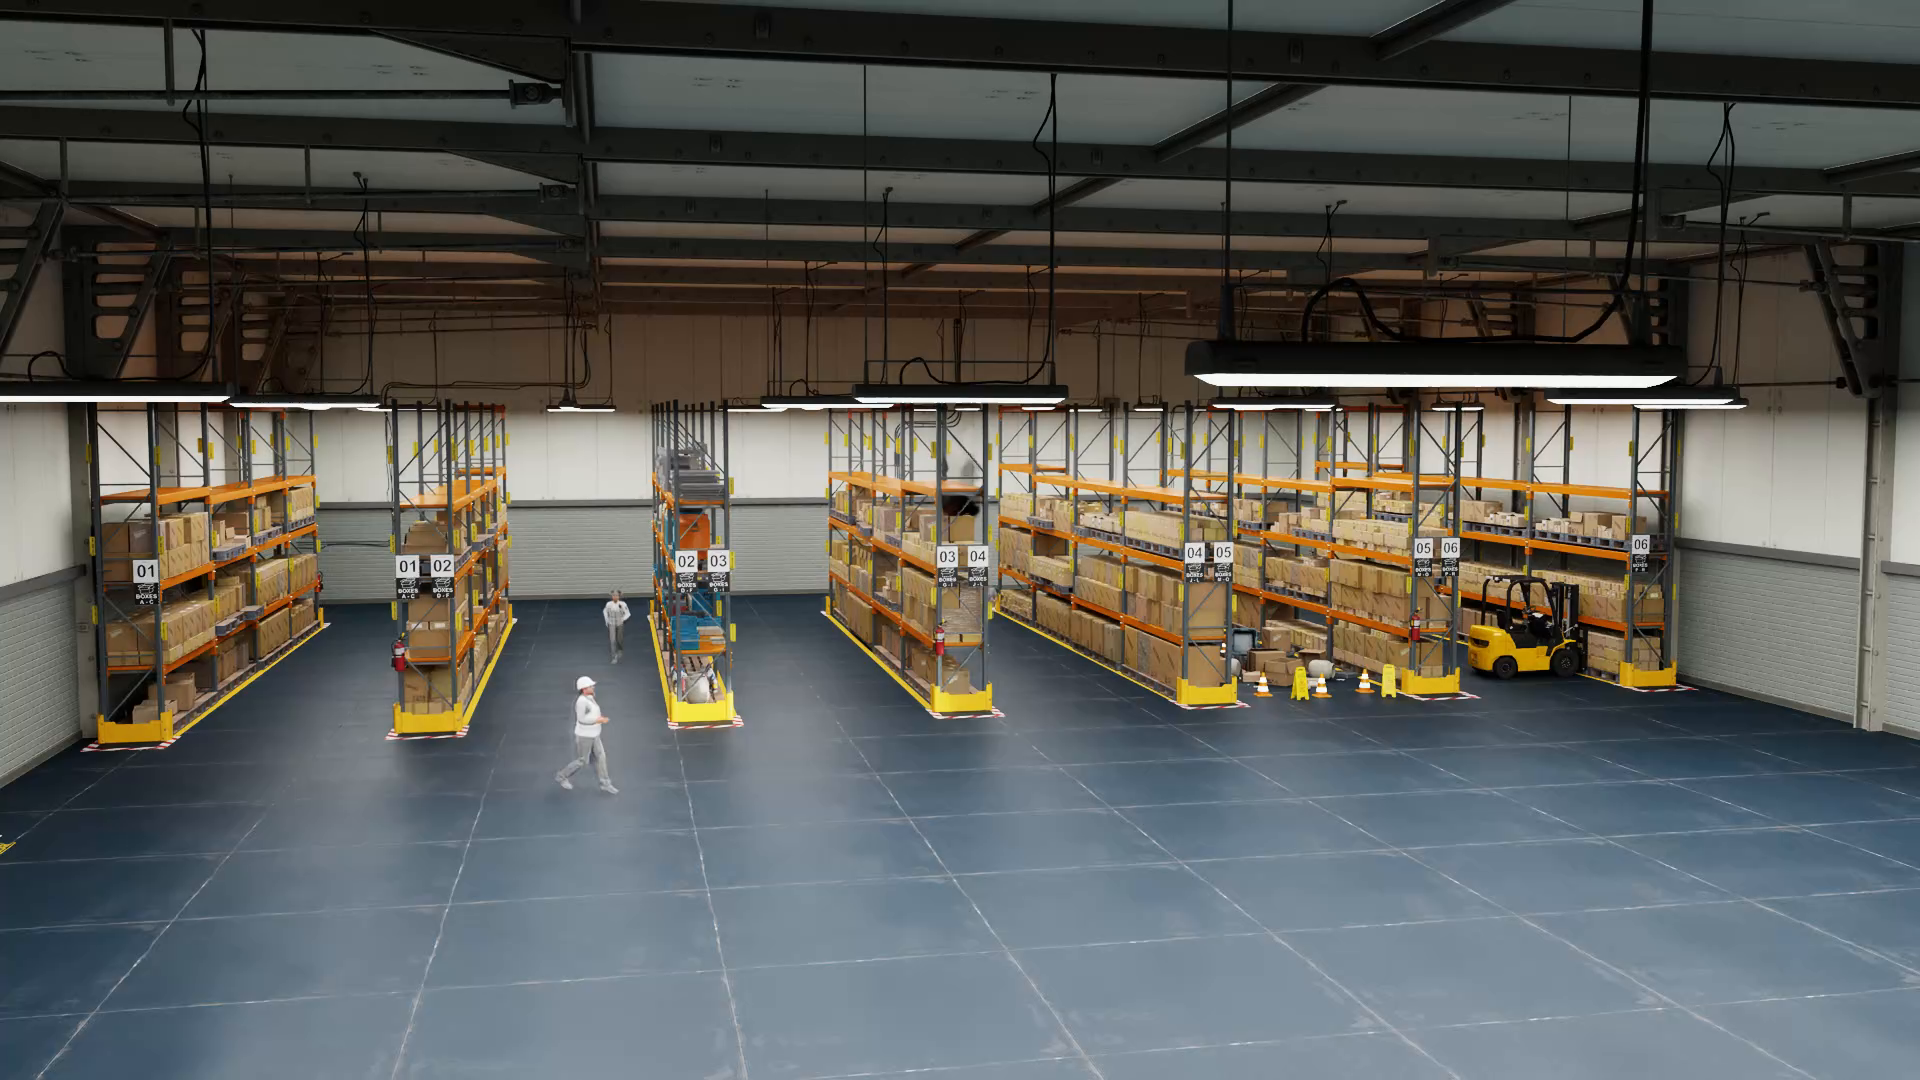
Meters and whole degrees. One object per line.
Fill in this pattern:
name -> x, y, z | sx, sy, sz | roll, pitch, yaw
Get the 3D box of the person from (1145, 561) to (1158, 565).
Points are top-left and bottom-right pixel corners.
person -> 5.935, 0.985, 51.056 | 0.975, 1.710, 0.766 | 1, 4, 10

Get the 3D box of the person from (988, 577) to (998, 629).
person -> 0.675, 1.764, 41.534 | 0.561, 1.697, 0.726 | -1, 5, -17

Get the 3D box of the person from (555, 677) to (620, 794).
person -> -5.616, 2.942, 25.000 | 0.954, 1.789, 0.658 | 0, 4, 4

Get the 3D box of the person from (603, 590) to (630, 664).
person -> -7.956, 1.983, 38.546 | 0.626, 1.700, 0.863 | -1, 4, -8
